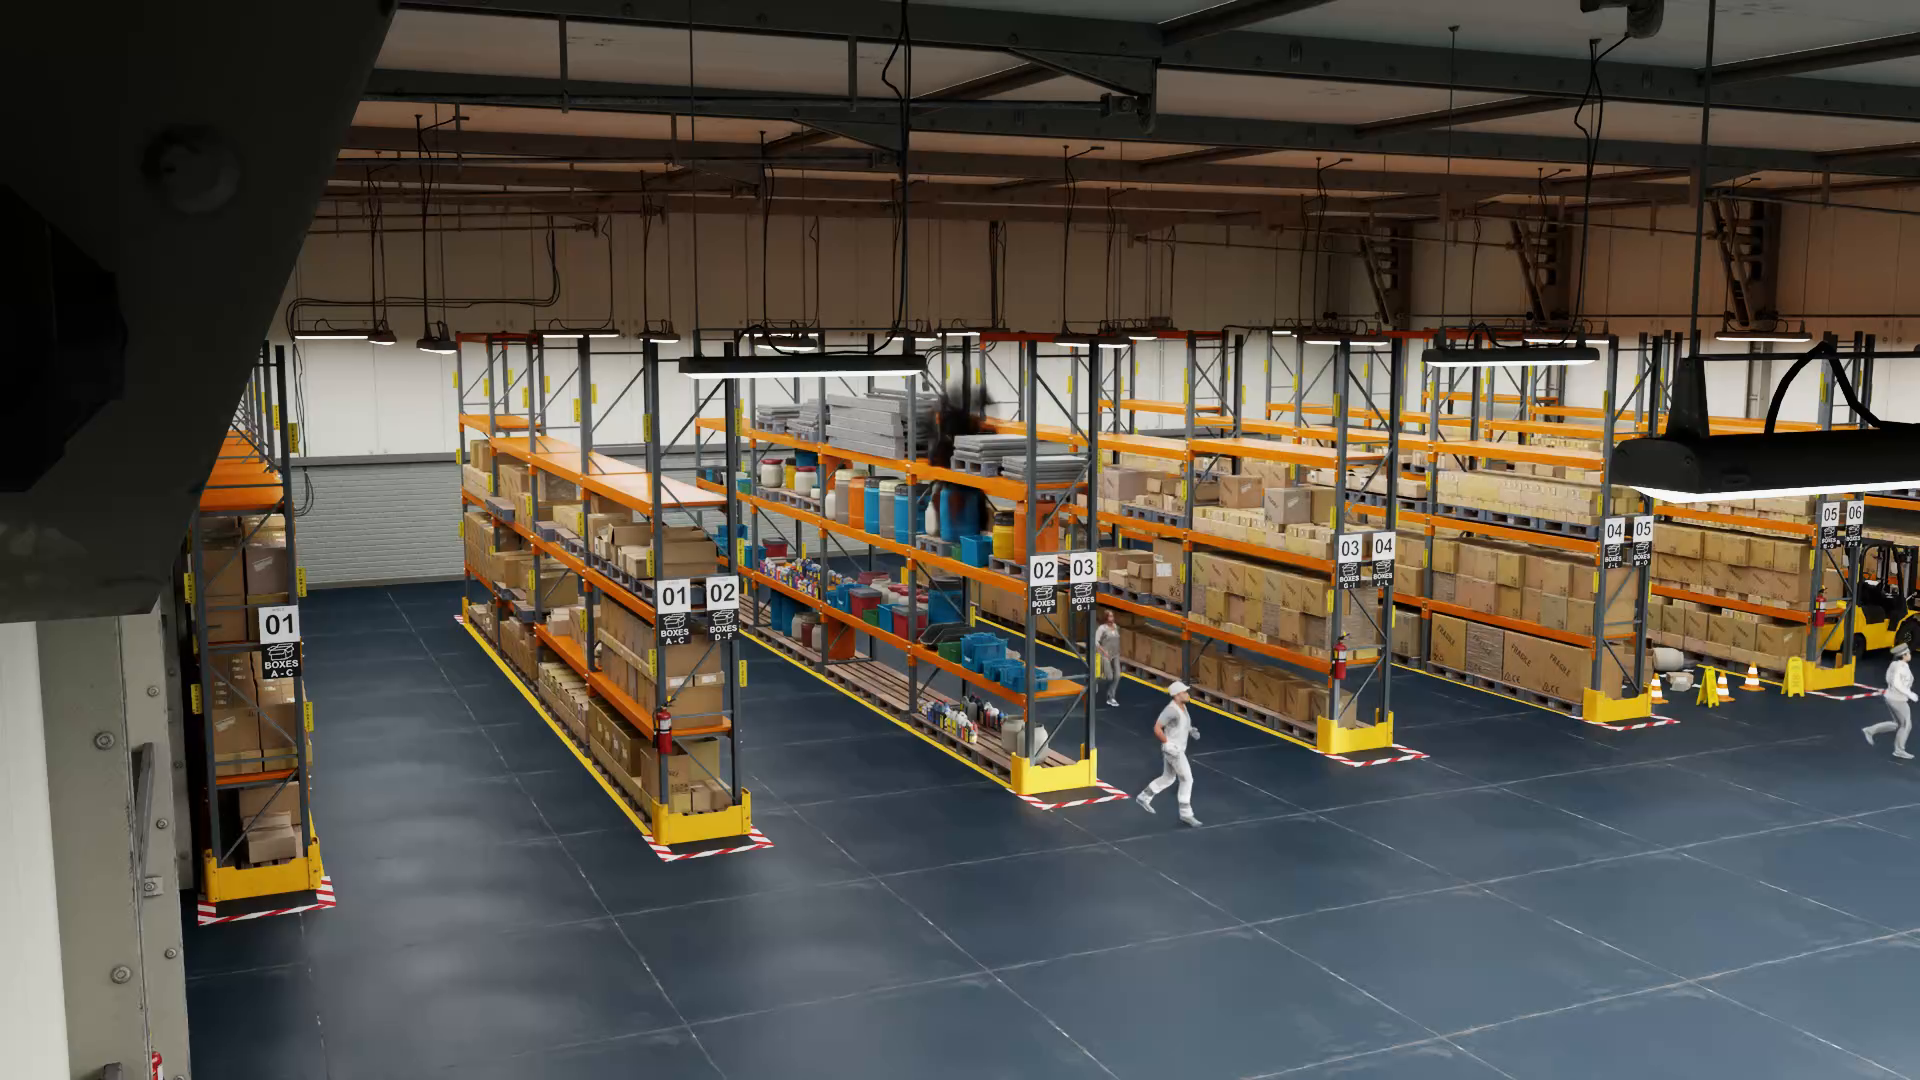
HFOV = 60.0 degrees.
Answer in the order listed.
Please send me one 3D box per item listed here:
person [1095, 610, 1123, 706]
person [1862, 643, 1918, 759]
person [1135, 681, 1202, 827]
[{"bbox_3d":[2.410,1.908,27.196,0.536,1.565,0.651,-5,9,-34],"label":"person"},{"bbox_3d":[13.407,2.308,23.894,0.676,1.684,0.618,2,8,18],"label":"person"},{"bbox_3d":[2.624,2.649,20.803,0.863,1.820,0.648,2,8,15],"label":"person"}]
